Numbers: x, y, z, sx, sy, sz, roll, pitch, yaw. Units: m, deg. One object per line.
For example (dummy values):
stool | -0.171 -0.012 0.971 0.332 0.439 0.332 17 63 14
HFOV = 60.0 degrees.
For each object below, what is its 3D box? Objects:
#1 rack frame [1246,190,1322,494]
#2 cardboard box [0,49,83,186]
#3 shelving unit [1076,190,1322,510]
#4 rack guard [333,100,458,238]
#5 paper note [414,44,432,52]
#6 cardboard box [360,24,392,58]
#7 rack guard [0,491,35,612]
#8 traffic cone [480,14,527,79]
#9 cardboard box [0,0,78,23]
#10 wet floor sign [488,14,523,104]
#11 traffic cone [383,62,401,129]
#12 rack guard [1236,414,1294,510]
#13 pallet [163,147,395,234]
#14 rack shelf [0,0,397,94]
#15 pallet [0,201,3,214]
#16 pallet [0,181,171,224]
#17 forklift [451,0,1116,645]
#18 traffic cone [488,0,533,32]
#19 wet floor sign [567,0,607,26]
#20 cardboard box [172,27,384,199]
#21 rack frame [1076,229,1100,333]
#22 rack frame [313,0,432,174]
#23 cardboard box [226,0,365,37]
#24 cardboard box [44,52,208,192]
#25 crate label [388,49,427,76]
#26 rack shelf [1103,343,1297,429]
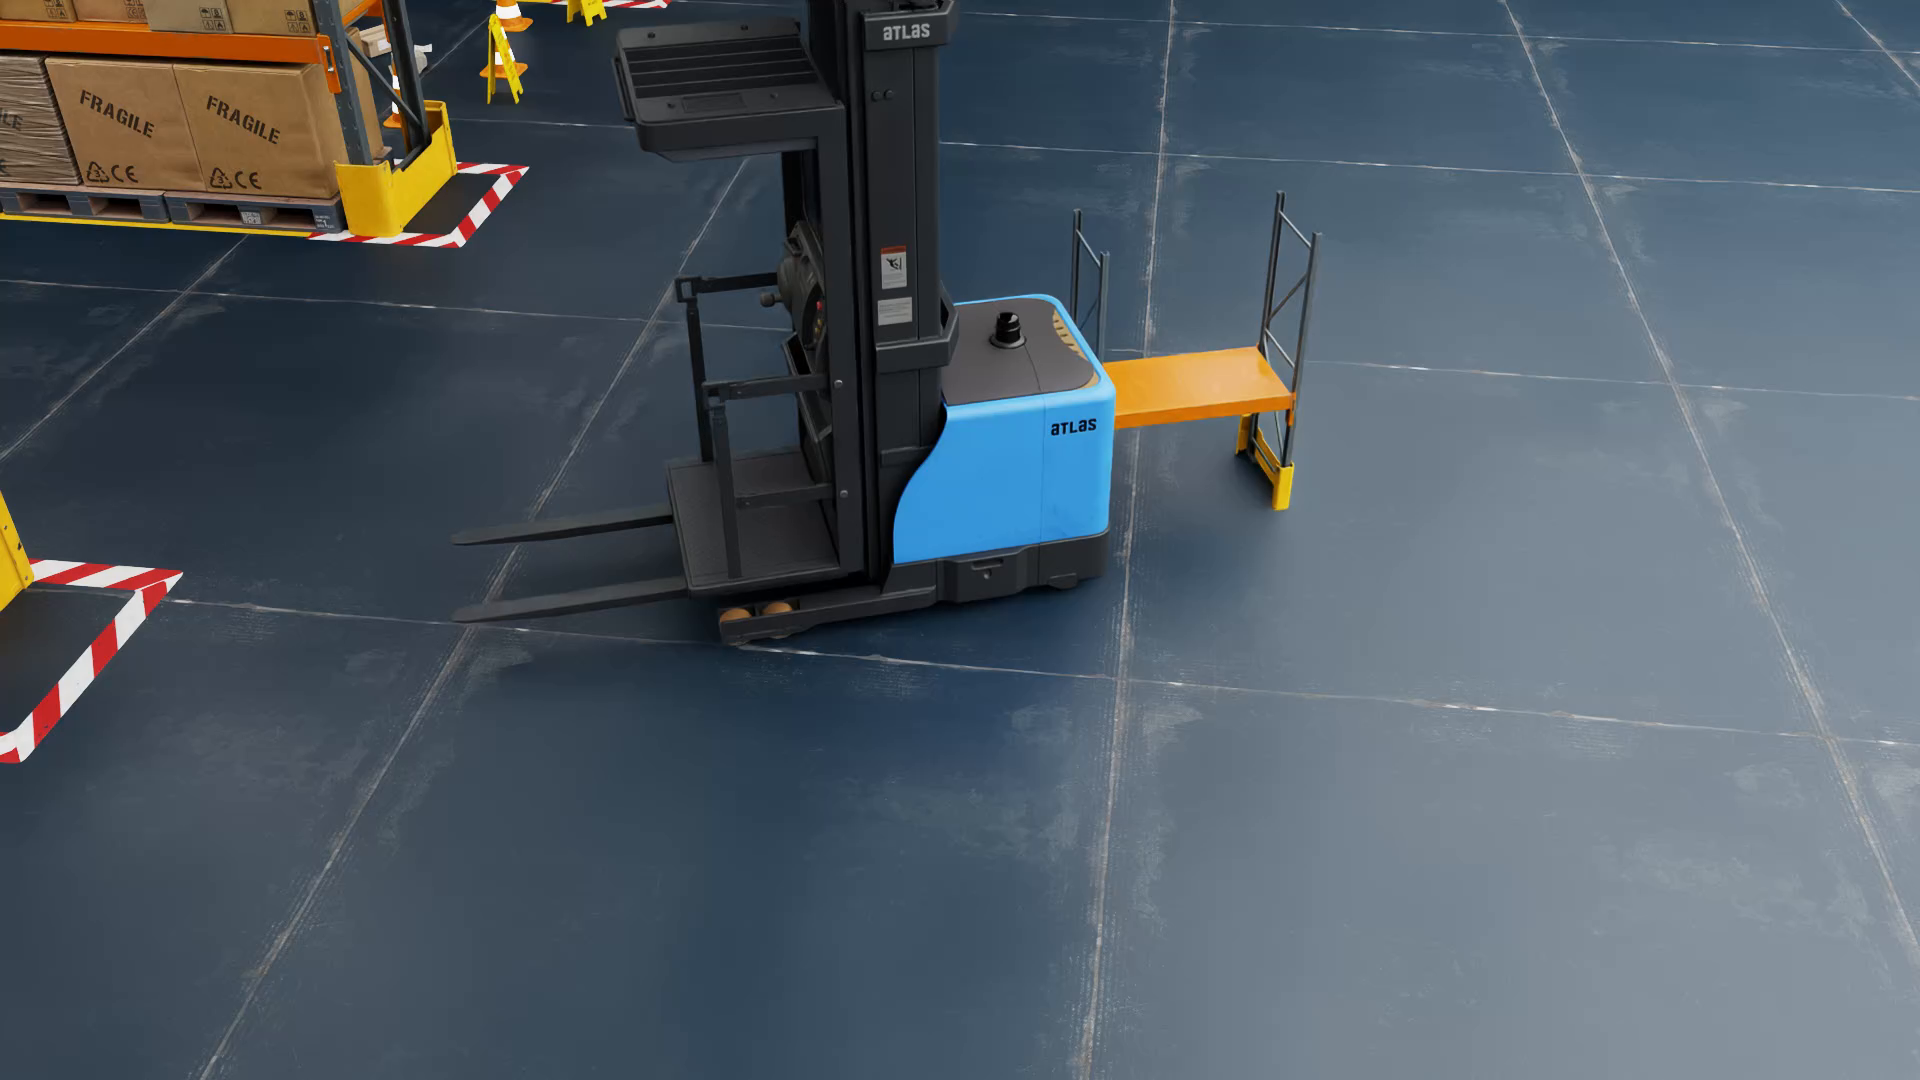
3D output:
rack frame | 1.598 -0.936 8.270 0.032 1.500 0.500 -7 36 -10
cardboard box | -6.334 -3.032 11.383 0.875 0.875 0.875 5 36 6
shelving unit | 1.092 -0.872 8.181 1.083 1.500 0.587 -7 36 -10
rack guard | -3.852 -2.562 11.409 0.348 0.500 1.175 4 36 6
paper note | -4.537 -4.155 14.046 0.142 0.019 0.148 -7 36 -10
cardboard box | -4.902 -4.213 14.025 0.250 0.149 0.380 24 42 30
rack guard | -4.683 0.281 7.425 0.348 0.500 1.175 4 36 6
traffic cone | -3.740 -4.032 13.501 0.334 0.463 0.336 4 36 6
cardboard box | -5.868 -3.801 10.864 0.500 0.550 0.875 4 36 6
wet floor sign | -3.595 -3.761 12.965 0.232 0.644 0.267 -2 36 -2
traffic cone | -4.222 -3.406 12.624 0.334 0.463 0.336 4 36 6
rack guard | 1.579 -0.425 8.630 0.087 0.250 0.587 -7 36 -10
pallet | -4.679 -2.460 11.515 1.213 0.211 1.003 4 36 6
rack shelf | -5.859 -3.436 11.102 4.000 0.370 1.077 4 36 6
pallet | -7.099 -2.640 11.768 1.213 0.211 1.003 4 36 6
pallet | -5.885 -2.552 11.644 1.213 0.211 1.003 4 36 6
forklift | -0.865 -1.054 7.203 3.031 2.935 1.130 -8 36 -11
traffic cone | -3.936 -4.696 14.432 0.334 0.463 0.336 4 36 6
wet floor sign | -3.293 -4.852 14.492 0.232 0.644 0.267 17 39 22
cardboard box | -4.557 -2.899 11.197 0.875 0.875 0.875 4 36 6
rack frame | 0.604 -0.812 8.096 0.013 1.308 0.475 -7 36 -10
rack frame | -3.876 -3.581 10.685 0.127 3.000 1.000 4 36 6
cardboard box | -4.249 -3.643 10.644 0.550 0.550 0.875 4 36 6
cardboard box | -5.430 -2.963 11.287 0.875 0.875 0.875 4 36 5
crate label | -4.528 -3.922 13.627 0.298 0.136 0.250 -14 38 -18
rack shelf | 1.101 -0.727 8.287 1.000 0.185 0.538 -7 36 -10
